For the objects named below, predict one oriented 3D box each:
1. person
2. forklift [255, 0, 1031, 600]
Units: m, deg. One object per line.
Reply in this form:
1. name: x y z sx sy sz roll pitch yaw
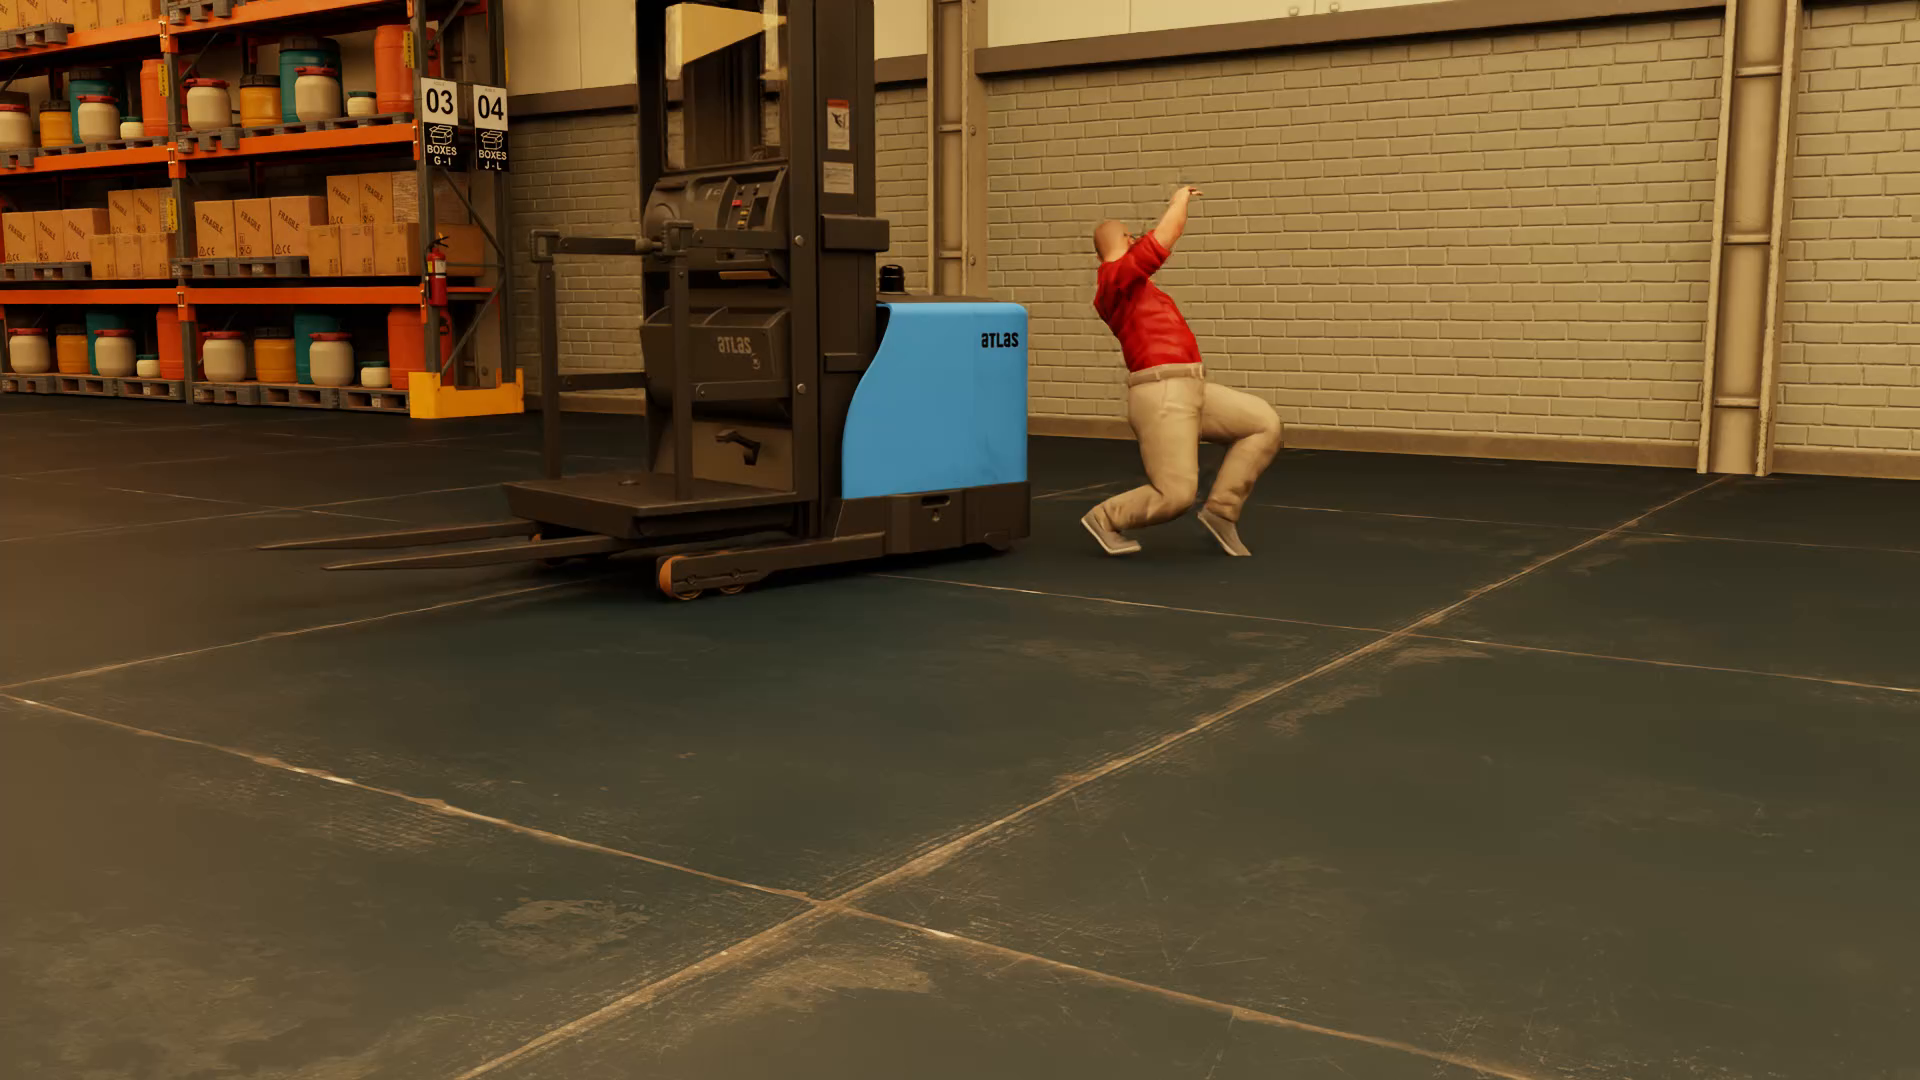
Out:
1. person: 0.997 -0.711 7.242 0.859 1.602 1.108 3 9 19
2. forklift: -1.132 -1.313 6.429 3.031 2.935 1.130 -7 11 -41
